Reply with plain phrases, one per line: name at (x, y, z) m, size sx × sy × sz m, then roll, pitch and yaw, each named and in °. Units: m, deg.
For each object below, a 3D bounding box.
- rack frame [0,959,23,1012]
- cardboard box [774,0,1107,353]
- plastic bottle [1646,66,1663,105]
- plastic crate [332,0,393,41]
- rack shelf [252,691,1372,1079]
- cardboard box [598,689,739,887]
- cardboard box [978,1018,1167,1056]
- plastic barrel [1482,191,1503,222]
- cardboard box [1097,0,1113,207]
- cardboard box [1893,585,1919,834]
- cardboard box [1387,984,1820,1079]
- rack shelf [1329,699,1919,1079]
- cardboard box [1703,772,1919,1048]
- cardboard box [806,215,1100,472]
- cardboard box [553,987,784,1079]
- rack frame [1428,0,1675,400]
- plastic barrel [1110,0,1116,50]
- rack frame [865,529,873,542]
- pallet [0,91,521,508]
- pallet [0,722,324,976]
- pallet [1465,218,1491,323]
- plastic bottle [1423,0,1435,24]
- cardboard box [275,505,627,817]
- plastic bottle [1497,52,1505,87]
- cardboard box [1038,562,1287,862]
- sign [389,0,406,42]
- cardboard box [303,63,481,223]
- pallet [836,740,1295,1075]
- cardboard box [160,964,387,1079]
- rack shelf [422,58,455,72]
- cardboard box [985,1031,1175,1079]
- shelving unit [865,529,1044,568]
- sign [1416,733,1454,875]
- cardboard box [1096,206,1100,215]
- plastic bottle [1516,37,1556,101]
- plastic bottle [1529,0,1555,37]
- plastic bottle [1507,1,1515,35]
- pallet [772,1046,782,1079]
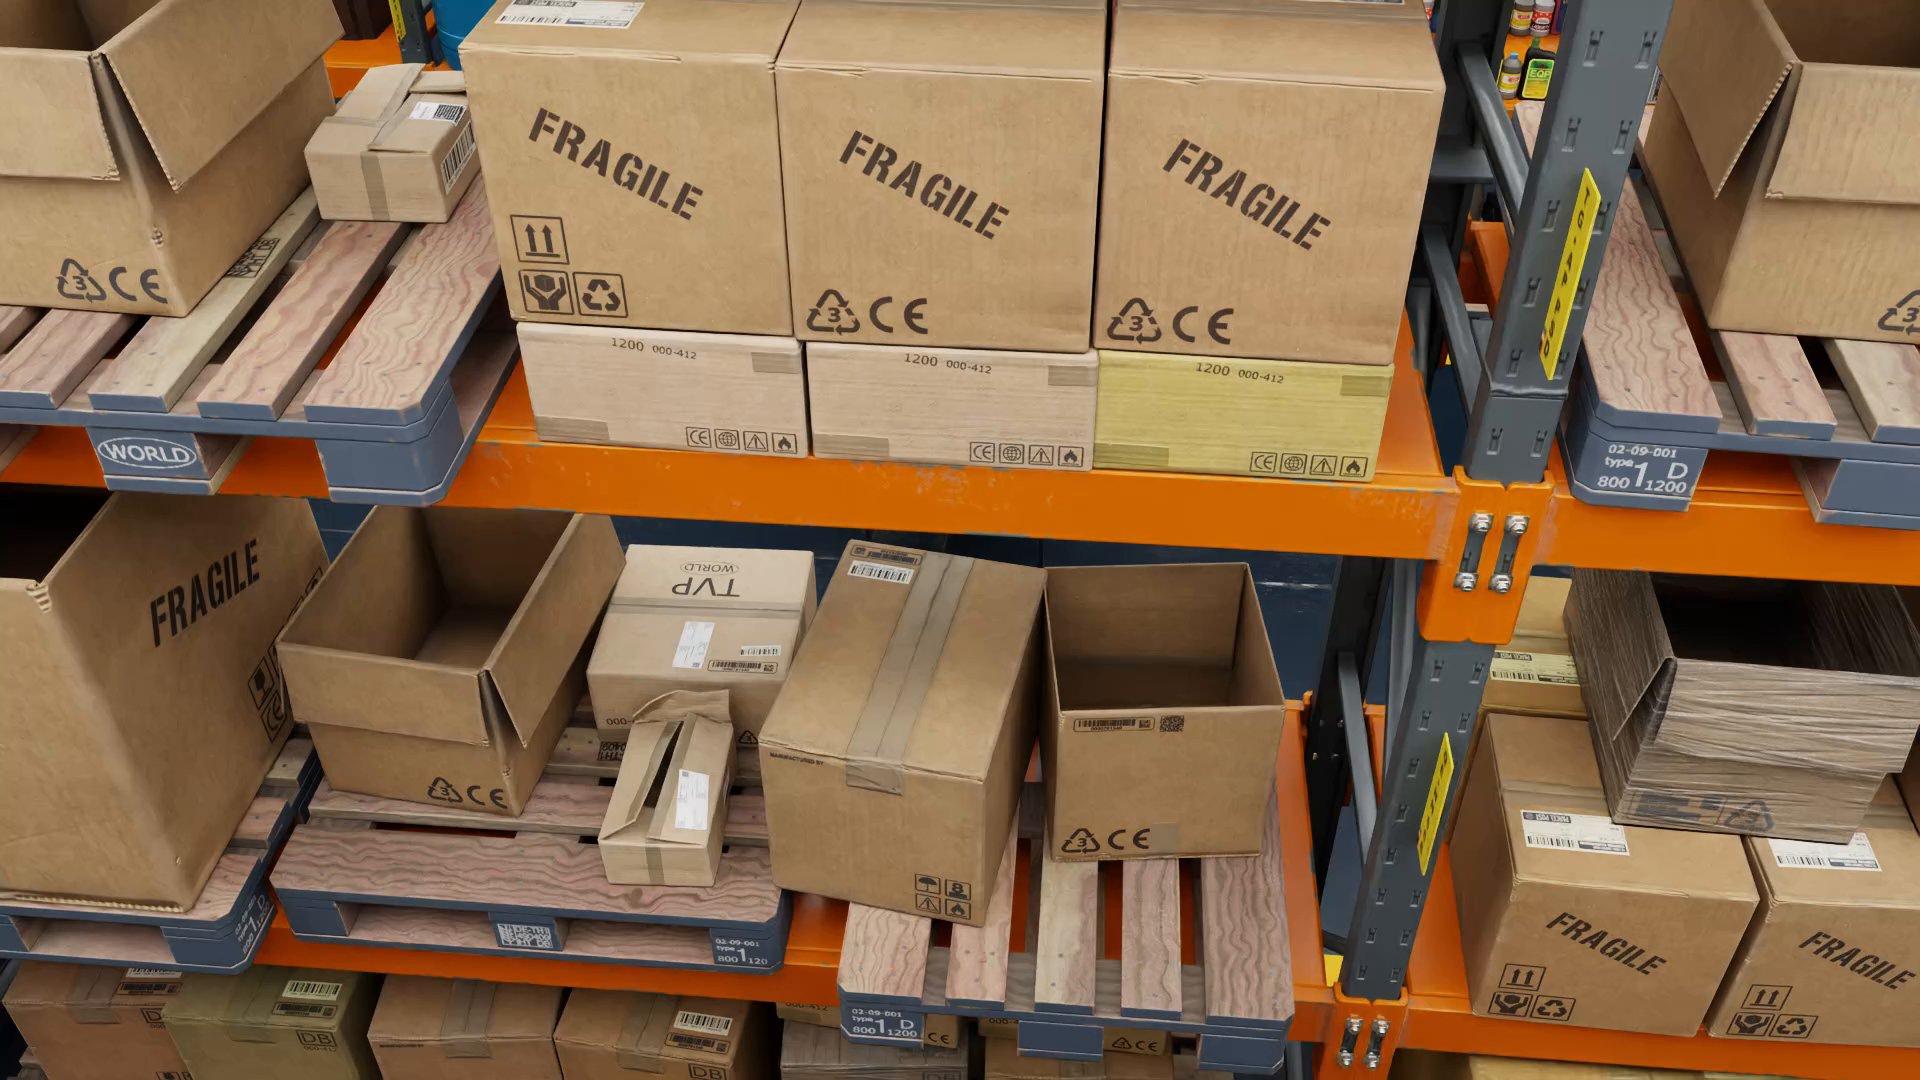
rack frame at (-2.989, 0.394, 4.390) m, size 0.127 × 3.000 × 1.000 m, roll 3°, pitch 39°, yaw 4°
cardboard box at (-0.012, -0.674, 2.851) m, size 0.500 × 0.500 × 0.500 m, roll 3°, pitch 39°, yaw 4°
plastic bottle at (3.209, -2.153, 7.617) m, size 0.135 × 0.276 × 0.152 m, roll 3°, pitch 39°, yaw 4°
plastic crate at (-3.072, -2.806, 8.370) m, size 0.504 × 0.338 × 0.767 m, roll 3°, pitch 39°, yaw 4°
rack shelf at (-0.996, 0.782, 4.483) m, size 4.000 × 0.370 × 1.077 m, roll 3°, pitch 39°, yaw 4°
cardboard box at (-0.688, 0.580, 3.935) m, size 0.258 × 0.266 × 0.396 m, roll 2°, pitch 39°, yaw 3°
cardboard box at (0.326, 1.102, 4.558) m, size 0.500 × 0.250 × 0.500 m, roll 5°, pitch 39°, yaw 6°
plastic barrel at (3.038, -1.654, 8.483) m, size 0.708 × 0.588 × 0.600 m, roll 3°, pitch 39°, yaw 4°
cardboard box at (0.045, -1.002, 3.253) m, size 0.500 × 0.500 × 0.500 m, roll 3°, pitch 39°, yaw 4°
cardboard box at (2.372, 0.271, 3.667) m, size 0.637 × 0.503 × 0.797 m, roll 4°, pitch 39°, yaw 5°
cardboard box at (1.682, 1.323, 4.598) m, size 0.875 × 0.875 × 1.225 m, roll 1°, pitch 39°, yaw 2°
rack shelf at (2.989, 0.999, 4.216) m, size 4.000 × 0.370 × 1.077 m, roll 3°, pitch 39°, yaw 4°
cardboard box at (1.971, 0.797, 3.816) m, size 0.500 × 0.500 × 0.500 m, roll 2°, pitch 39°, yaw 3°
cardboard box at (0.006, -0.384, 3.088) m, size 0.500 × 0.250 × 0.500 m, roll 3°, pitch 39°, yaw 4°
cardboard box at (-0.792, 1.338, 4.862) m, size 0.500 × 0.500 × 0.700 m, roll 6°, pitch 40°, yaw 8°
rack frame at (0.996, -1.715, 2.229) m, size 0.127 × 3.000 × 1.000 m, roll 3°, pitch 39°, yaw 4°
plastic barrel at (0.935, -2.391, 7.704) m, size 0.708 × 0.536 × 0.600 m, roll 3°, pitch 39°, yaw 4°
rack frame at (-0.371, -0.602, 6.801) m, size 0.023 × 1.500 × 0.400 m, roll 3°, pitch 39°, yaw 4°
pallet at (-1.349, -0.542, 3.312) m, size 1.003 × 0.211 × 1.213 m, roll 3°, pitch 39°, yaw 4°
pallet at (-2.240, 0.601, 4.287) m, size 1.213 × 0.211 × 1.003 m, roll 3°, pitch 39°, yaw 4°
pallet at (2.213, -1.405, 8.809) m, size 1.213 × 0.211 × 1.003 m, roll 3°, pitch 39°, yaw 4°
plastic bottle at (2.304, -2.637, 8.271) m, size 0.097 × 0.201 × 0.097 m, roll 0°, pitch 39°, yaw 0°
cardboard box at (-1.254, 0.227, 4.180) m, size 0.637 × 0.503 × 0.797 m, roll 7°, pitch 40°, yaw 8°
plastic bottle at (2.417, -2.170, 7.632) m, size 0.133 × 0.283 × 0.061 m, roll 3°, pitch 39°, yaw 4°
cardboard box at (0.455, 0.406, 3.964) m, size 0.500 × 0.500 × 0.500 m, roll -1°, pitch 39°, yaw -2°
sign at (-2.620, -2.483, 7.705) m, size 0.005 × 0.325 × 0.100 m, roll 3°, pitch 39°, yaw 4°
cardboard box at (-1.112, -0.803, 3.336) m, size 0.250 × 0.166 × 0.380 m, roll 2°, pitch 39°, yaw 3°
pallet at (0.277, 0.714, 4.148) m, size 1.003 × 0.211 × 1.213 m, roll 3°, pitch 39°, yaw 4°
cardboard box at (-1.905, 1.277, 4.936) m, size 0.500 × 0.500 × 0.700 m, roll 3°, pitch 39°, yaw 4°
rack shelf at (-0.569, -2.333, 8.310) m, size 4.000 × 0.370 × 1.077 m, roll 3°, pitch 39°, yaw 4°
cardboard box at (0.327, 1.386, 4.802) m, size 0.500 × 0.500 × 0.700 m, roll 1°, pitch 39°, yaw 1°
shelving unit at (-0.007, -0.582, 6.777) m, size 0.755 × 1.500 × 0.431 m, roll 3°, pitch 39°, yaw 4°
sign at (0.959, 0.535, 3.362) m, size 0.005 × 0.325 × 0.100 m, roll 3°, pitch 39°, yaw 4°
cardboard box at (0.039, -0.708, 3.486) m, size 0.500 × 0.250 × 0.500 m, roll 4°, pitch 39°, yaw 5°
plastic bottle at (2.647, -2.158, 7.617) m, size 0.133 × 0.283 × 0.061 m, roll 3°, pitch 39°, yaw 4°
plastic bottle at (2.886, -2.605, 8.232) m, size 0.097 × 0.201 × 0.097 m, roll 0°, pitch 39°, yaw 0°
plastic bottle at (2.692, -2.616, 8.245) m, size 0.097 × 0.201 × 0.097 m, roll 0°, pitch 39°, yaw 0°
pallet at (-0.994, 1.581, 5.140) m, size 1.213 × 0.211 × 1.003 m, roll 3°, pitch 39°, yaw 4°
